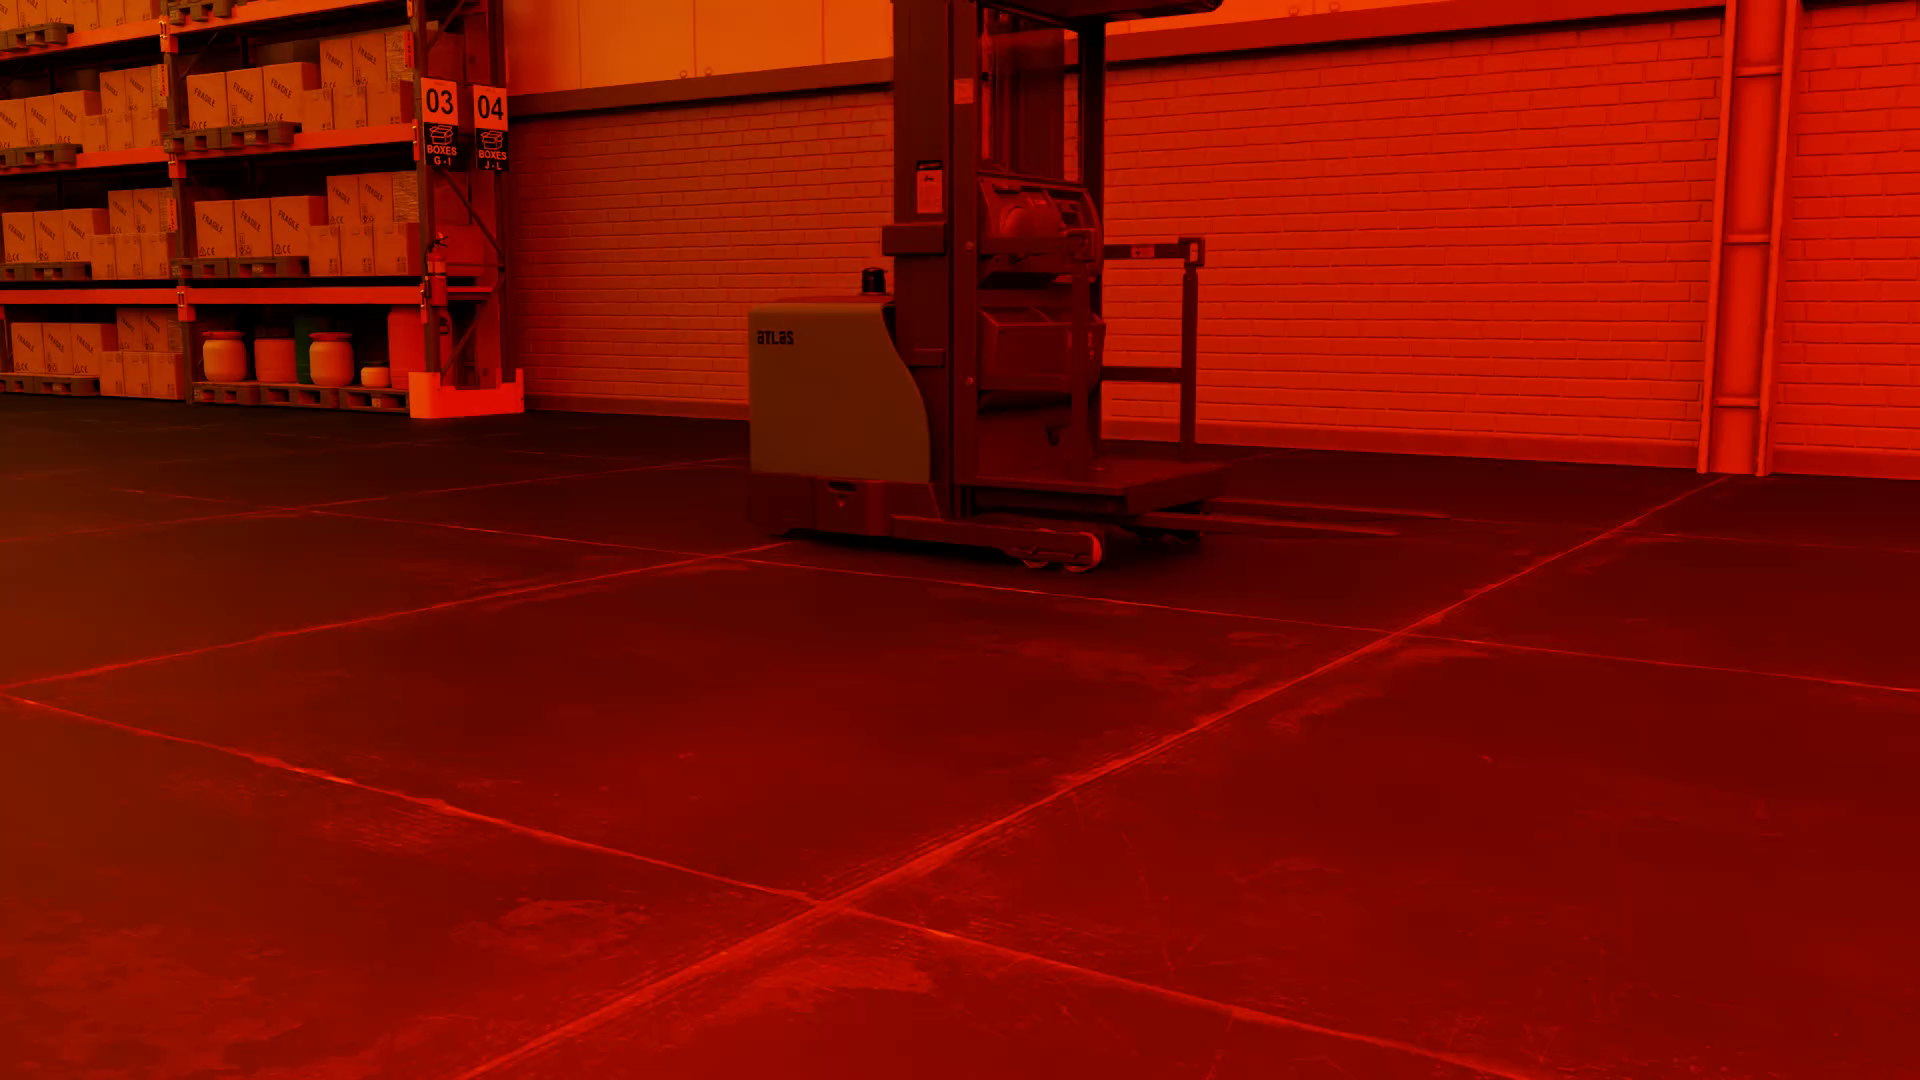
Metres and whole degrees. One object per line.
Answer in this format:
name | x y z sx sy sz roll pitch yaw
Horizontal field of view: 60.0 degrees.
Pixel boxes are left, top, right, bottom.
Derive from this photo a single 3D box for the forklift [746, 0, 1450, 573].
forklift | 0.528 -1.405 7.072 3.031 2.935 1.130 5 10 33
